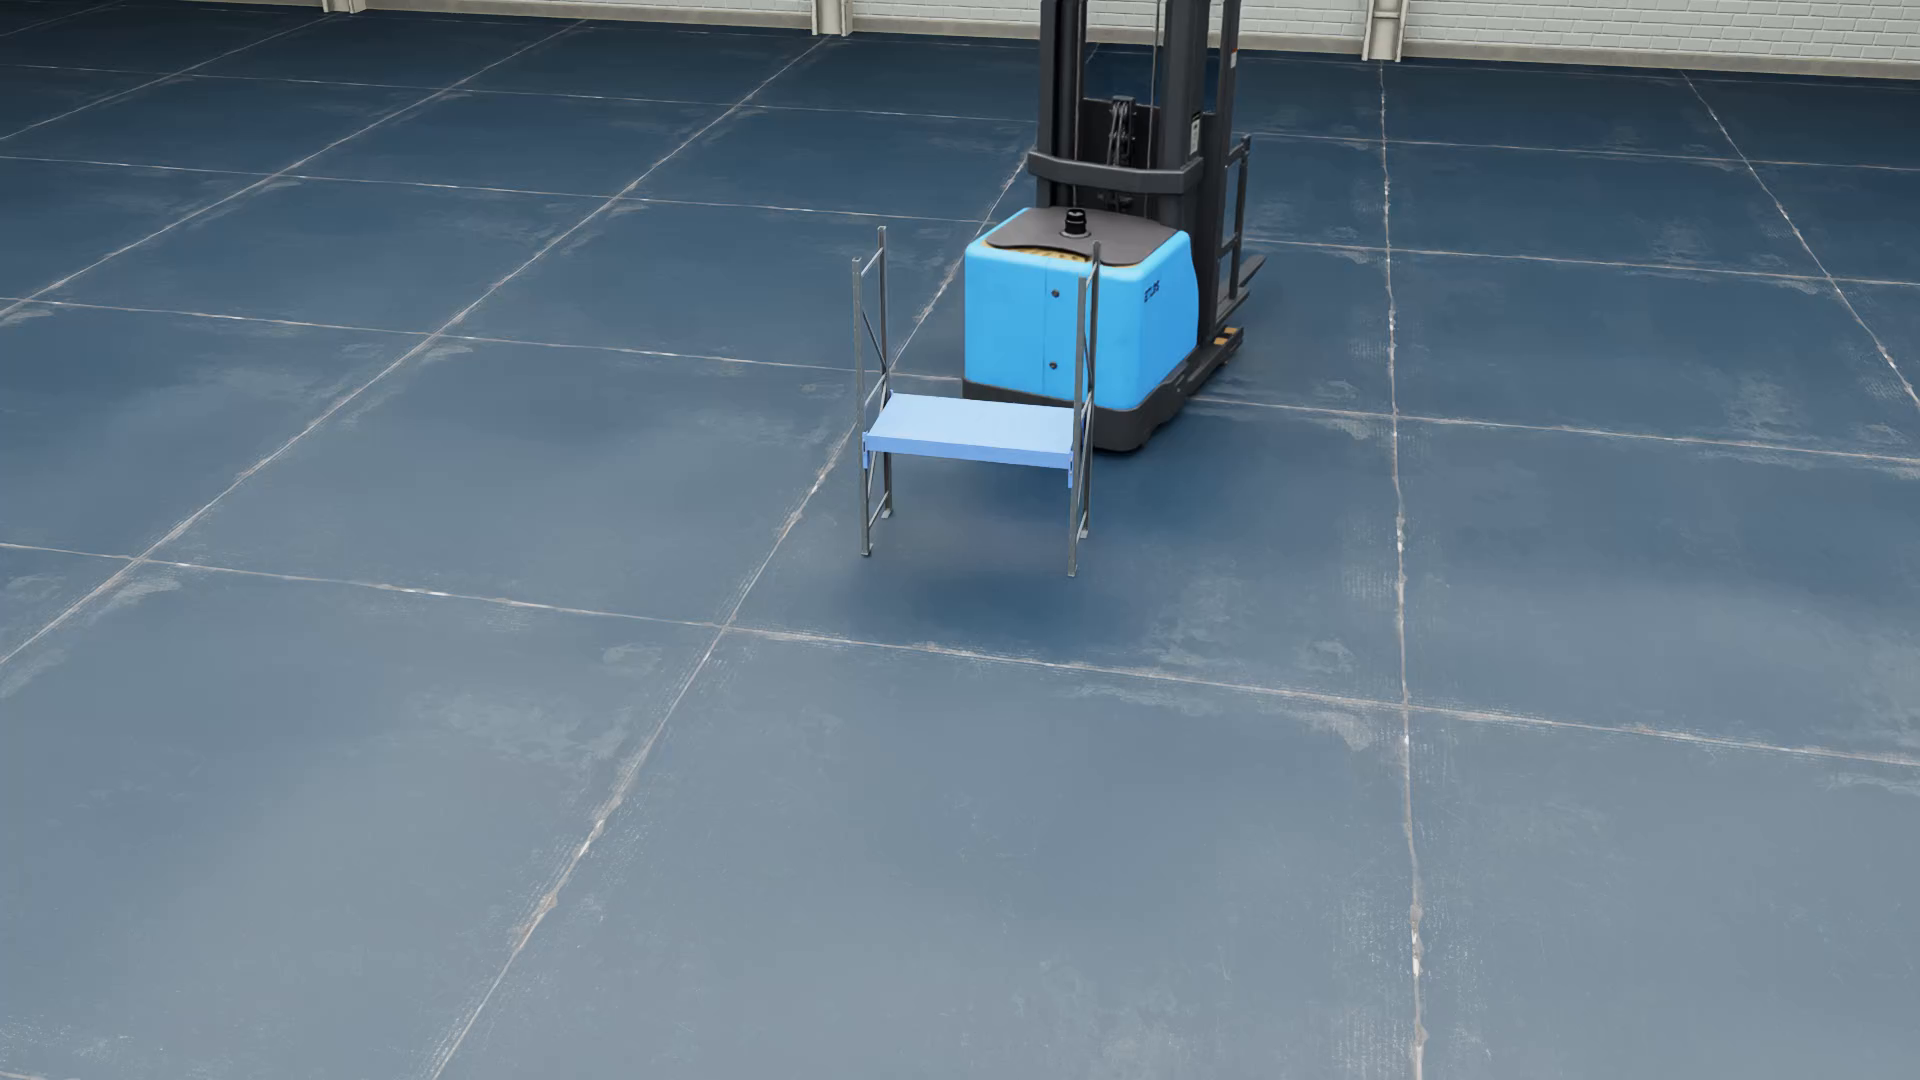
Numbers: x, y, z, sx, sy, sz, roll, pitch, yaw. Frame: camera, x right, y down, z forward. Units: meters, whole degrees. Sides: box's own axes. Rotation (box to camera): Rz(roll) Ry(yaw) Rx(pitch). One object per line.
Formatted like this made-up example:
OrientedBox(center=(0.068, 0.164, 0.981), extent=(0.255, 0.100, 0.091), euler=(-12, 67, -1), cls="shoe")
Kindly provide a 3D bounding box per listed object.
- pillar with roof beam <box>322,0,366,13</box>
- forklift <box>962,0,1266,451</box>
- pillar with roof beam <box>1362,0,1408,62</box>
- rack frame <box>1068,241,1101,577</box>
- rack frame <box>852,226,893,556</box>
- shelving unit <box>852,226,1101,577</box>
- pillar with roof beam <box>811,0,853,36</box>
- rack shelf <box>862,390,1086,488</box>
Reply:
OrientedBox(center=(-8.193, -8.217, 13.888), extent=(0.400, 9.000, 9.100), euler=(6, 29, 11), cls="pillar with roof beam")
OrientedBox(center=(1.115, -2.447, 9.668), extent=(1.130, 2.935, 3.031), euler=(13, 31, 23), cls="forklift")
OrientedBox(center=(3.543, -7.014, 11.690), extent=(0.400, 9.000, 9.100), euler=(6, 29, 11), cls="pillar with roof beam")
OrientedBox(center=(0.581, -0.598, 7.781), extent=(0.032, 1.500, 0.500), euler=(6, 29, 11), cls="rack frame")
OrientedBox(center=(-0.414, -0.700, 7.967), extent=(0.032, 1.500, 0.500), euler=(6, 29, 11), cls="rack frame")
OrientedBox(center=(0.083, -0.649, 7.874), extent=(1.048, 1.500, 0.538), euler=(6, 29, 11), cls="shelving unit")
OrientedBox(center=(-2.325, -7.615, 12.789), extent=(0.400, 9.000, 9.100), euler=(6, 29, 11), cls="pillar with roof beam")
OrientedBox(center=(0.083, -0.492, 7.961), extent=(1.000, 0.185, 0.538), euler=(6, 29, 11), cls="rack shelf")
